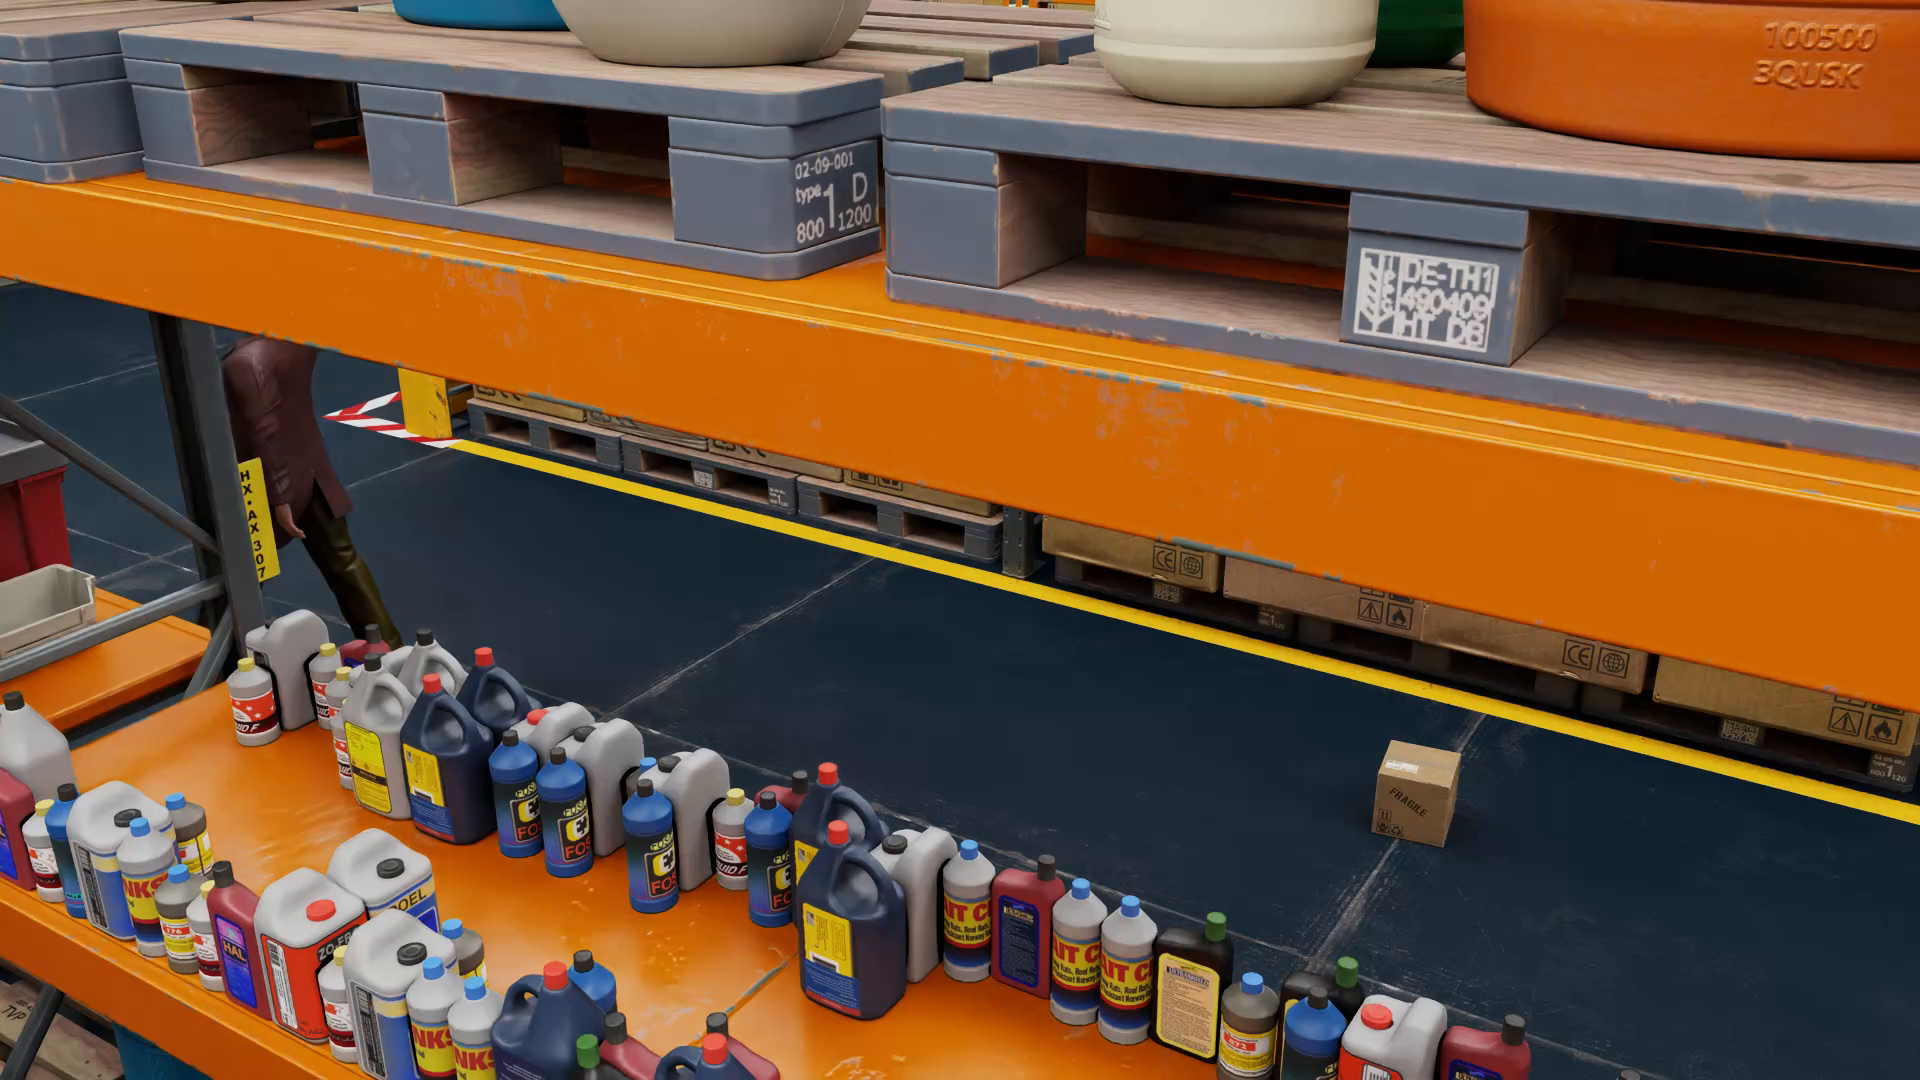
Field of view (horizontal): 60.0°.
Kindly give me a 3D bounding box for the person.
[{"bbox_3d":[-2.846,-0.270,6.724,1.089,1.721,0.568,6,24,14],"label":"person"}]
